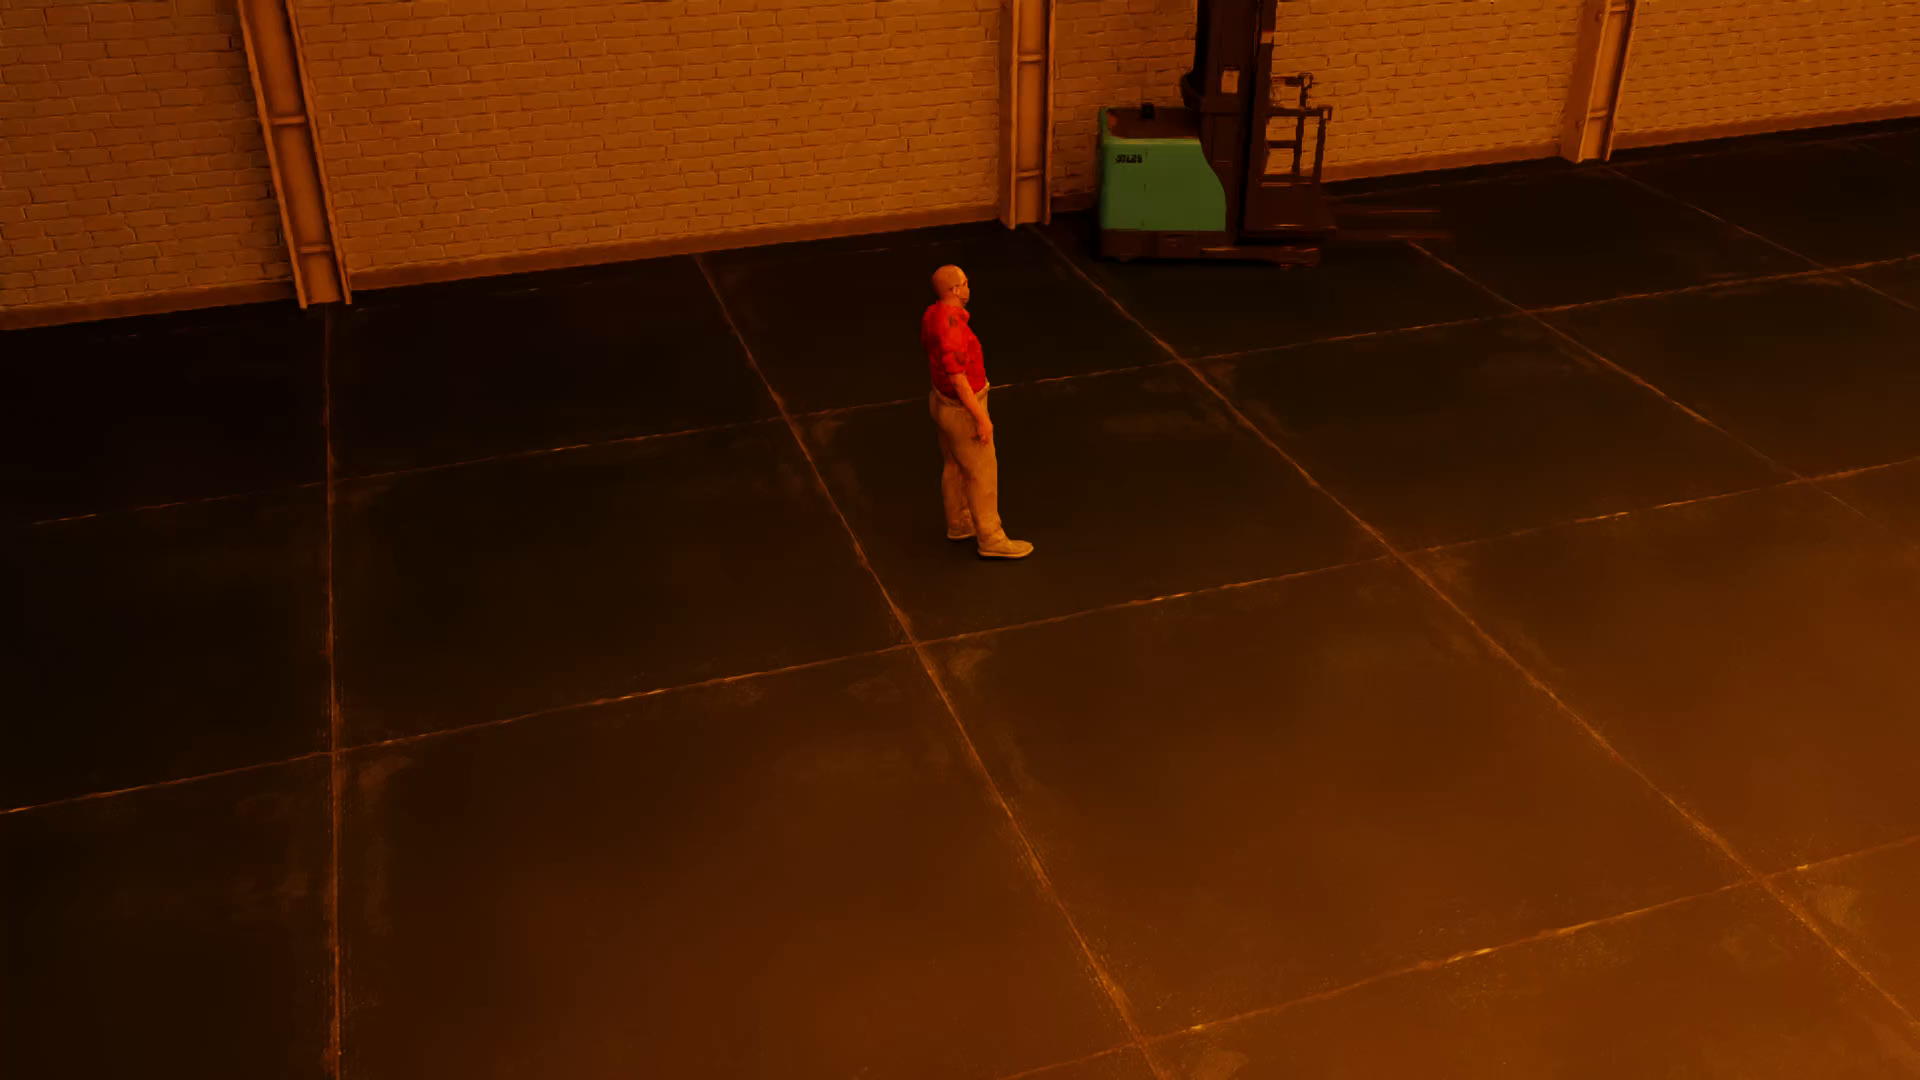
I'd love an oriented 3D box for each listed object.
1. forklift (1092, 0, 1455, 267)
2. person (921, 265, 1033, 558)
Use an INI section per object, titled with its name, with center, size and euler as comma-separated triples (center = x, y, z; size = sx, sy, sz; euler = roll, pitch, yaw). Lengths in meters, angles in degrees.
[forklift]
center = 2.683, -3.841, 13.762
size = 3.031, 2.935, 1.130
euler = 1, 30, 1
[person]
center = 0.089, -0.764, 9.606
size = 0.550, 1.727, 0.640
euler = -10, 31, -16
